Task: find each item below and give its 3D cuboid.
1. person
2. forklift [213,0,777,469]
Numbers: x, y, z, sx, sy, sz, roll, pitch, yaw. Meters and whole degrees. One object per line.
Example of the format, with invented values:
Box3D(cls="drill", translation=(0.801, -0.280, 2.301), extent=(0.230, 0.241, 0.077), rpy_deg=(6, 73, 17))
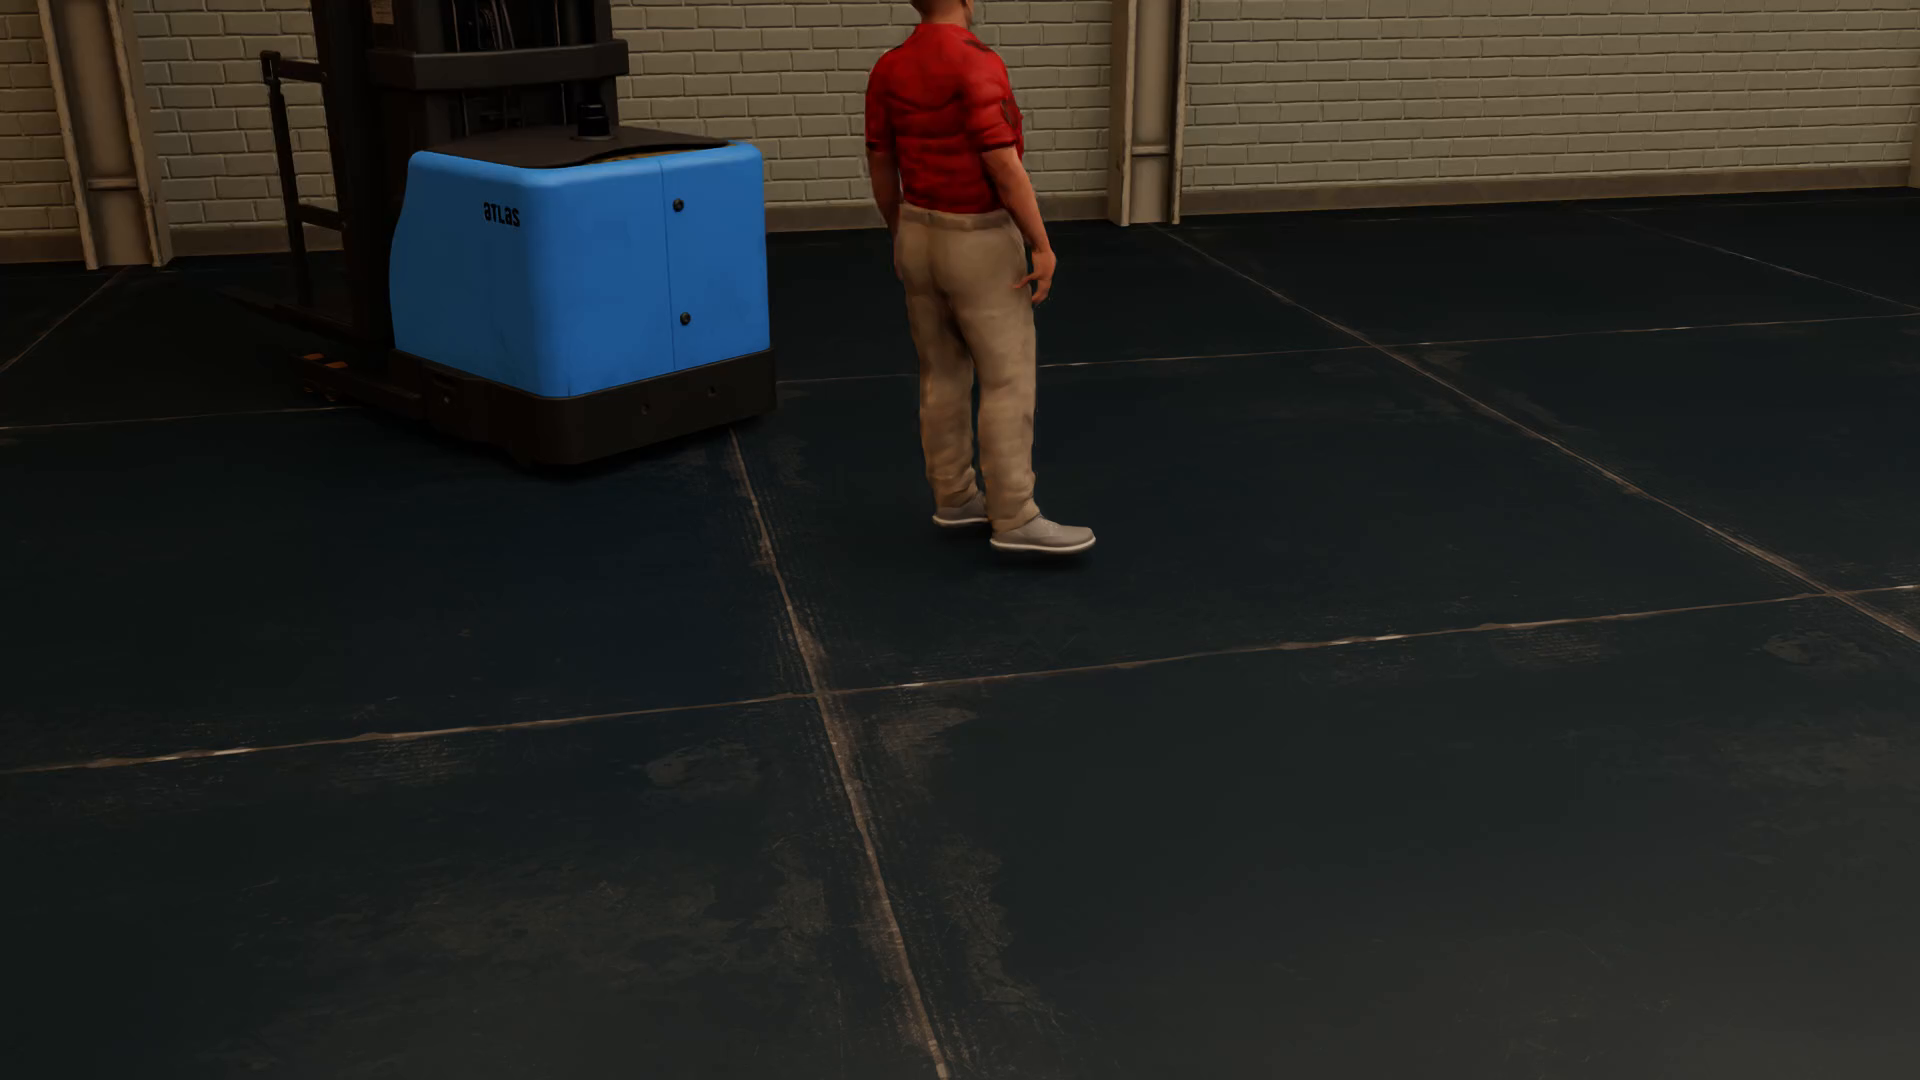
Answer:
Box3D(cls="person", translation=(0.065, -0.844, 4.959), extent=(0.753, 1.728, 0.418), rpy_deg=(18, 27, 39))
Box3D(cls="forklift", translation=(-2.133, -2.049, 6.552), extent=(3.031, 2.935, 1.130), rpy_deg=(18, 28, 39))
